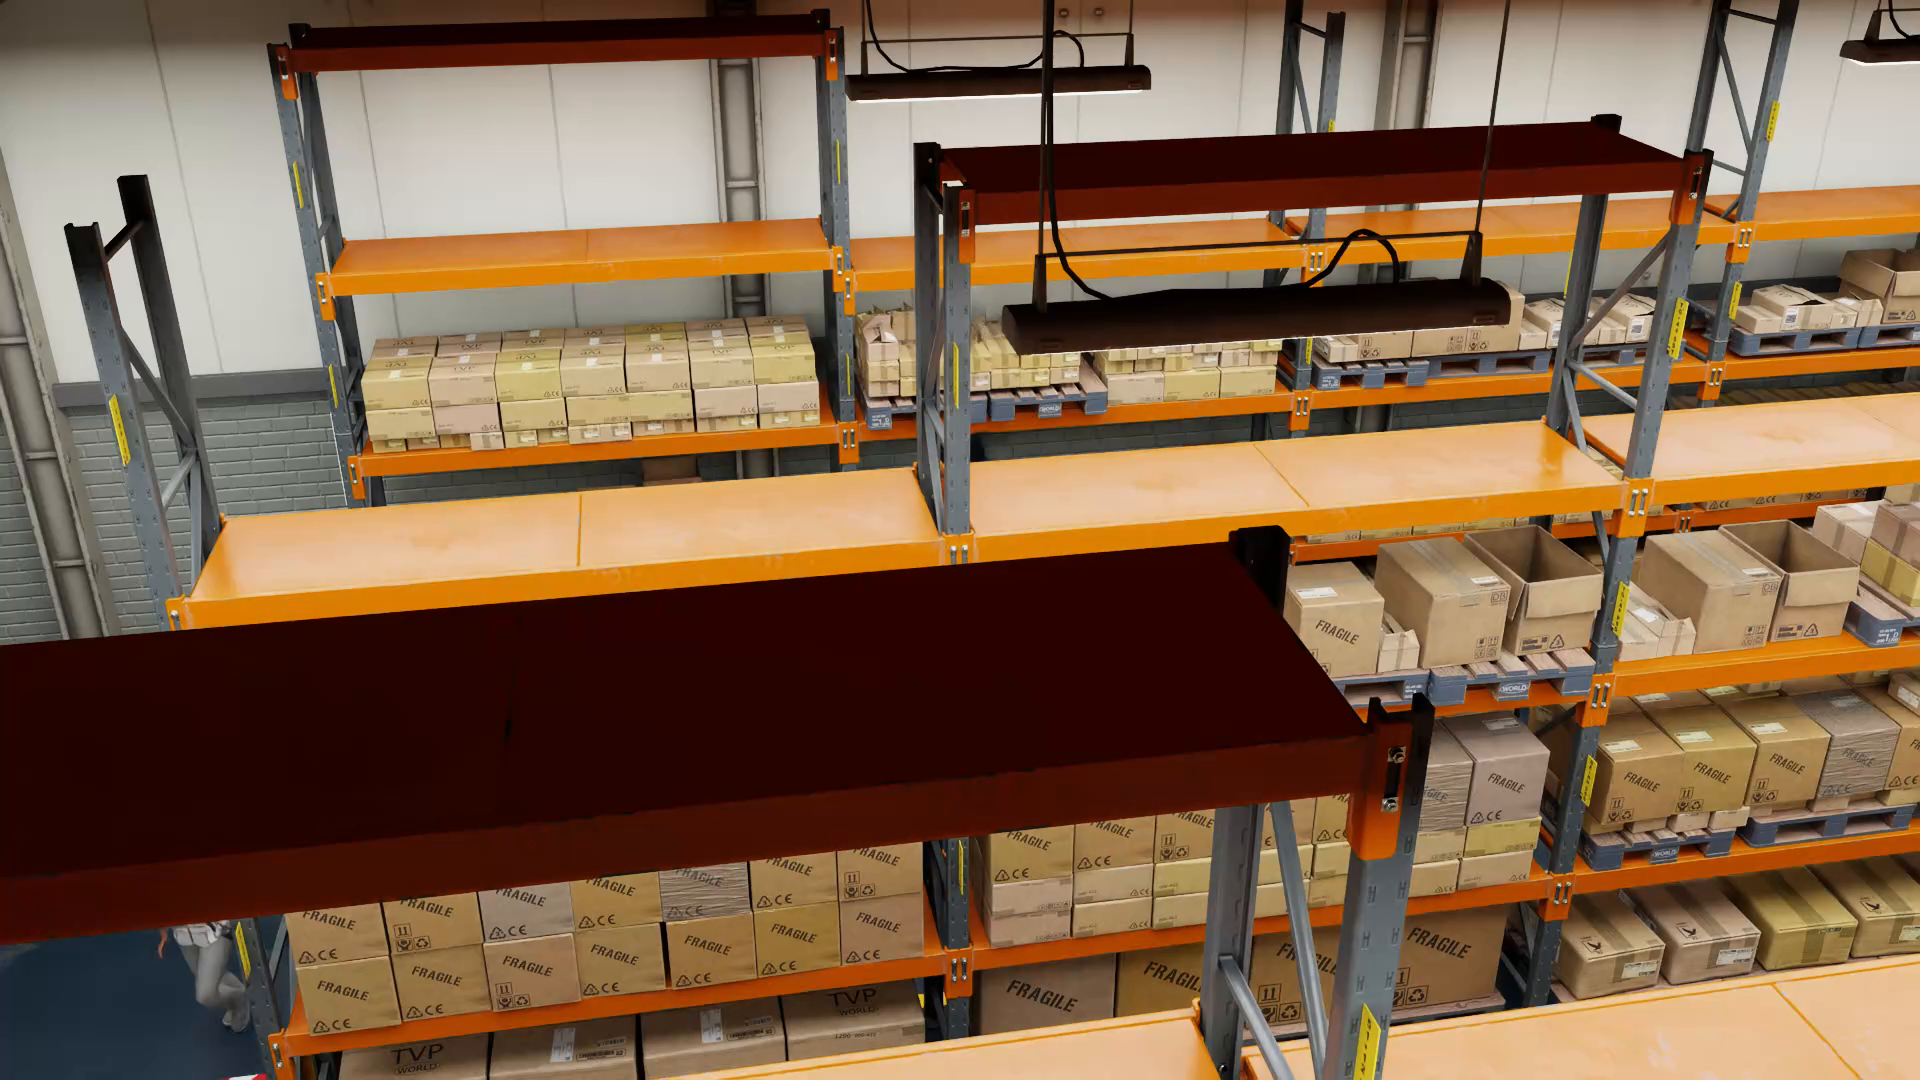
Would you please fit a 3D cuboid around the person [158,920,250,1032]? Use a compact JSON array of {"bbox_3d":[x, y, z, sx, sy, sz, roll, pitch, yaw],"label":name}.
[{"bbox_3d":[-4.984,2.626,10.943,0.541,1.646,0.720,4,26,8],"label":"person"}]
